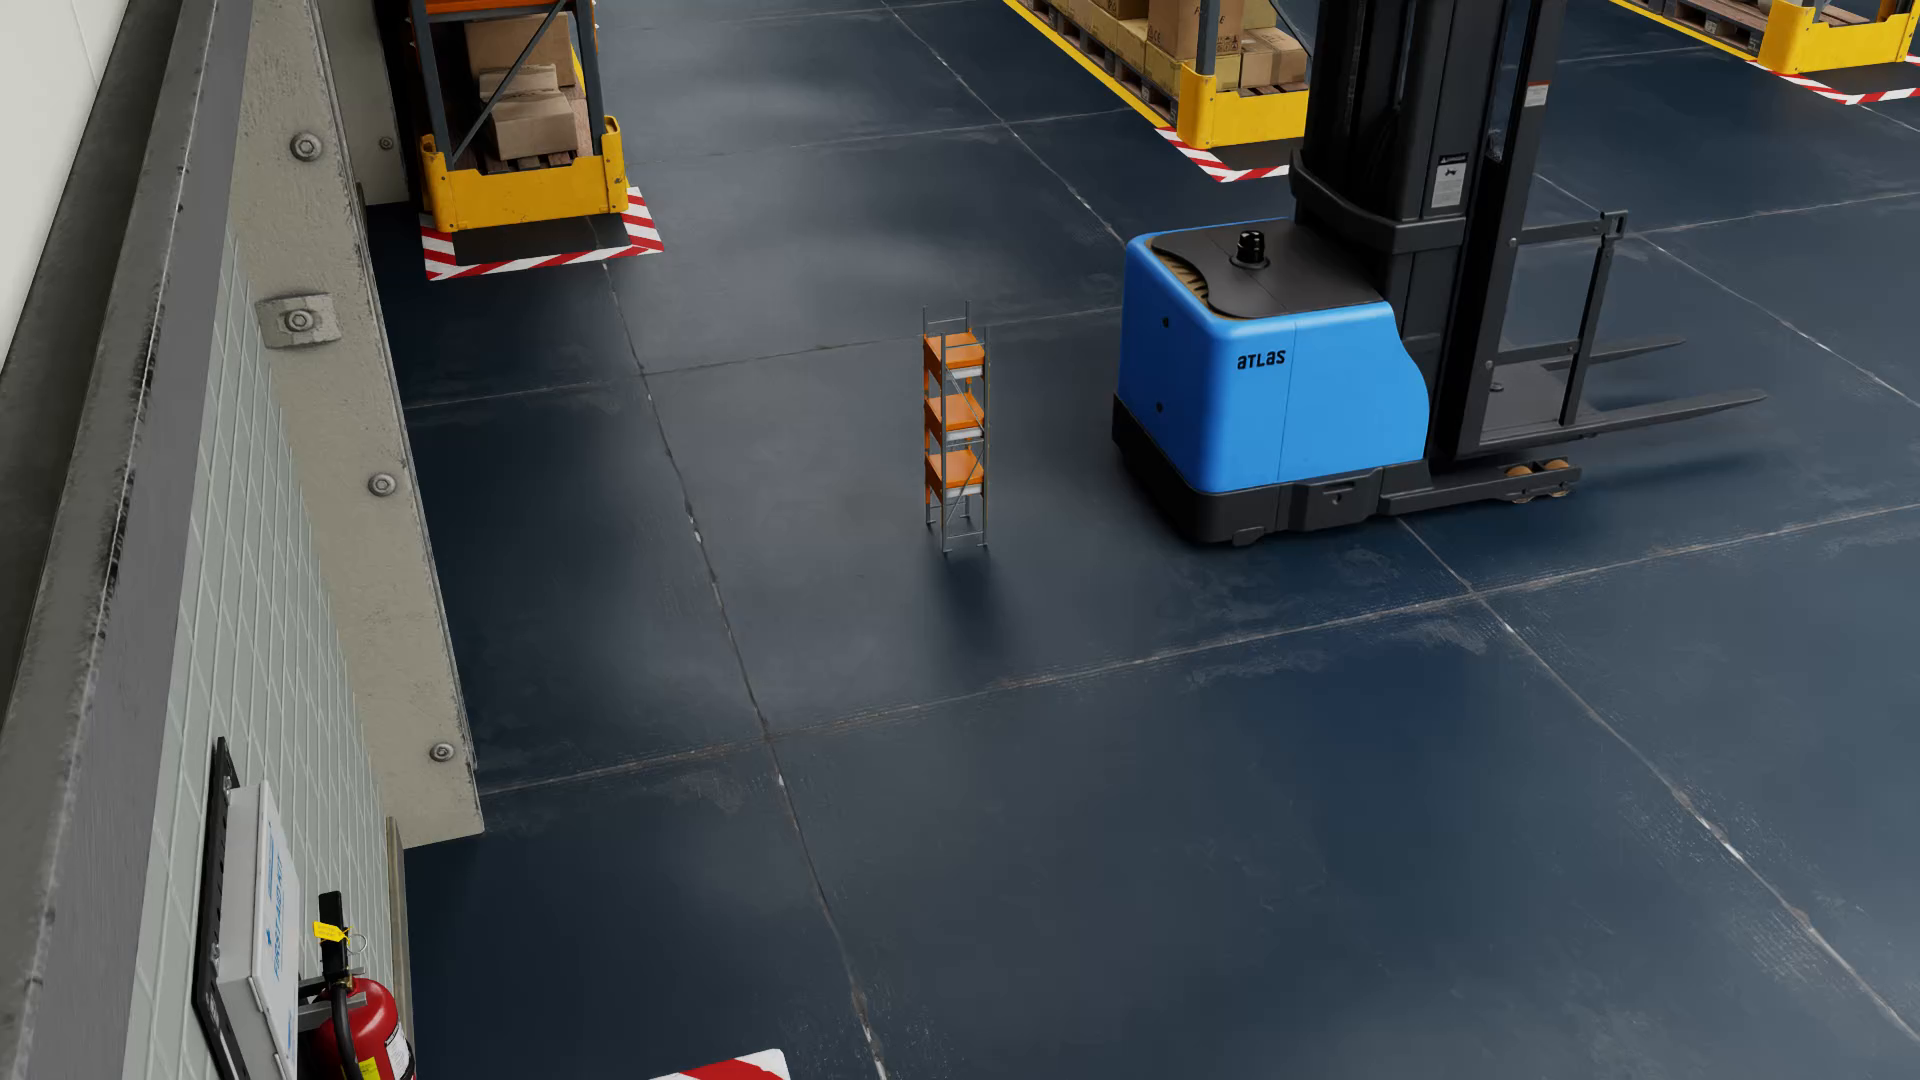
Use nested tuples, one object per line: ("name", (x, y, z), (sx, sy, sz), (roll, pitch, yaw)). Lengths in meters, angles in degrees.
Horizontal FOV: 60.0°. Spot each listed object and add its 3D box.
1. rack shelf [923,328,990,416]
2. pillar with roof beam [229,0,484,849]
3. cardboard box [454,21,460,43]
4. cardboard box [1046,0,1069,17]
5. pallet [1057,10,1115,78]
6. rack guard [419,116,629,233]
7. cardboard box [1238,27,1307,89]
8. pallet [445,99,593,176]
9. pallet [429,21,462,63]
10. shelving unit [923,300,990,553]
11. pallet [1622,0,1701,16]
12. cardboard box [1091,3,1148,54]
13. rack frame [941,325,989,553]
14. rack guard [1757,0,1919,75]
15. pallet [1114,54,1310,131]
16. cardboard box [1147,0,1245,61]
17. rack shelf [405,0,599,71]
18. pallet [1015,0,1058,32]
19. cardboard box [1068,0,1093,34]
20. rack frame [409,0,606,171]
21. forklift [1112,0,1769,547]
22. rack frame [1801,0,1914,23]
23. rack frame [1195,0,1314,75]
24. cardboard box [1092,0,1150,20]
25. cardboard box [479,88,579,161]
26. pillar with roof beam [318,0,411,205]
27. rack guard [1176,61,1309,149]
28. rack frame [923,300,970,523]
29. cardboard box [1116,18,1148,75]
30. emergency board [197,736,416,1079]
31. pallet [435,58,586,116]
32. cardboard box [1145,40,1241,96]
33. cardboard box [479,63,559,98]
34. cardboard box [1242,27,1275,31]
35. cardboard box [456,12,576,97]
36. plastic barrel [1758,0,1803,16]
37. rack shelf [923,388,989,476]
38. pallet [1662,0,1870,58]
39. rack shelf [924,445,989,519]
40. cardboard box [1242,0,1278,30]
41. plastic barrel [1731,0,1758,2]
("rack shelf", (-0.016, -0.694, 6.852), (0.215, 0.259, 0.240), (-10, 35, -15))
("pillar with roof beam", (2.254, -3.551, 4.461), (9.100, 9.000, 0.400), (-10, 35, -15))
("cardboard box", (-3.504, -3.955, 12.382), (0.500, 0.500, 0.500), (-13, 35, -18))
("cardboard box", (1.006, -4.394, 13.292), (0.500, 0.250, 0.500), (-10, 35, -15))
("pallet", (1.437, -3.958, 13.048), (1.003, 0.211, 1.213), (-10, 35, -15))
("rack guard", (-2.661, -2.249, 10.200), (1.175, 0.500, 0.348), (-10, 35, -15))
("cardboard box", (2.126, -3.434, 11.839), (0.500, 0.250, 0.500), (-10, 35, -15))
("pallet", (-2.876, -2.561, 10.934), (1.003, 0.211, 1.213), (-10, 35, -15))
("pallet", (-3.620, -3.842, 12.873), (1.003, 0.211, 1.213), (-10, 35, -15))
("shelving unit", (-0.016, -0.466, 7.003), (0.215, 1.050, 0.252), (-10, 35, -15))
("pallet", (6.117, -4.853, 14.404), (1.003, 0.211, 1.213), (-10, 35, -15))
("cardboard box", (1.315, -3.870, 12.498), (0.500, 0.250, 0.500), (-10, 35, -15))
("rack frame", (0.021, -0.402, 6.906), (0.200, 1.050, 0.008), (-10, 35, -15))
("rack guard", (6.729, -3.907, 12.709), (1.175, 0.500, 0.348), (-10, 35, -15))
("pallet", (1.805, -3.318, 12.080), (1.003, 0.211, 1.213), (-10, 35, -15))
("cardboard box", (1.631, -3.659, 11.500), (0.500, 0.500, 0.500), (-10, 35, -15))
("rack shelf", (-3.248, -4.002, 11.238), (1.077, 0.370, 4.000), (-10, 35, -15))
("pallet", (1.061, -4.599, 14.019), (1.003, 0.211, 1.213), (-10, 35, -15))
("cardboard box", (1.164, -4.132, 12.896), (0.500, 0.250, 0.500), (-10, 35, -15))
("rack frame", (-2.638, -3.252, 9.451), (1.000, 3.000, 0.127), (-10, 35, -15))
("forklift", (2.292, -1.655, 7.096), (3.031, 2.935, 1.130), (-10, 35, -14))
("rack frame", (6.797, -4.918, 11.972), (1.000, 3.000, 0.127), (-10, 35, -15))
("rack frame", (2.078, -4.087, 10.714), (1.000, 3.000, 0.127), (-10, 35, -15))
("cardboard box", (1.312, -4.182, 12.291), (0.500, 0.500, 0.500), (-10, 35, -15))
("cardboard box", (-2.764, -2.692, 10.643), (0.500, 0.311, 0.500), (-14, 36, -20))
("pillar with roof beam", (0.424, -6.701, 9.228), (9.100, 9.000, 0.400), (-10, 35, -15))
("rack guard", (2.086, -3.032, 11.384), (1.175, 0.500, 0.348), (-10, 35, -15))
("rack frame", (-0.054, -0.530, 7.100), (0.200, 1.050, 0.008), (-10, 35, -15))
("cardboard box", (1.469, -3.607, 12.102), (0.500, 0.250, 0.500), (-10, 35, -15))
("emergency board", (-1.128, 0.980, 3.046), (0.194, 1.169, 0.643), (-10, 35, -15))
("pallet", (-3.244, -3.200, 11.902), (1.003, 0.211, 1.213), (-10, 35, -15))
("cardboard box", (1.633, -3.347, 11.707), (0.500, 0.250, 0.500), (-10, 35, -15))
("cardboard box", (-2.937, -2.992, 11.096), (0.500, 0.311, 0.500), (-7, 34, -11))
("cardboard box", (1.970, -3.696, 12.236), (0.500, 0.250, 0.500), (-10, 35, -15))
("cardboard box", (-3.114, -3.464, 11.640), (0.700, 0.500, 0.500), (-12, 35, -18))
("plastic barrel", (6.523, -4.388, 13.045), (0.421, 0.512, 0.421), (0, 33, 0))
("rack shelf", (-0.016, -0.457, 7.009), (0.215, 0.259, 0.240), (-10, 35, -15))
("pallet", (6.486, -4.214, 13.436), (1.003, 0.211, 1.213), (-10, 35, -15))
("rack shelf", (-0.016, -0.225, 7.162), (0.215, 0.259, 0.240), (-10, 35, -15))
("cardboard box", (1.972, -4.009, 12.029), (0.500, 0.500, 0.500), (-10, 35, -15))
("plastic barrel", (6.370, -4.651, 13.444), (0.421, 0.512, 0.421), (0, 33, 0))
